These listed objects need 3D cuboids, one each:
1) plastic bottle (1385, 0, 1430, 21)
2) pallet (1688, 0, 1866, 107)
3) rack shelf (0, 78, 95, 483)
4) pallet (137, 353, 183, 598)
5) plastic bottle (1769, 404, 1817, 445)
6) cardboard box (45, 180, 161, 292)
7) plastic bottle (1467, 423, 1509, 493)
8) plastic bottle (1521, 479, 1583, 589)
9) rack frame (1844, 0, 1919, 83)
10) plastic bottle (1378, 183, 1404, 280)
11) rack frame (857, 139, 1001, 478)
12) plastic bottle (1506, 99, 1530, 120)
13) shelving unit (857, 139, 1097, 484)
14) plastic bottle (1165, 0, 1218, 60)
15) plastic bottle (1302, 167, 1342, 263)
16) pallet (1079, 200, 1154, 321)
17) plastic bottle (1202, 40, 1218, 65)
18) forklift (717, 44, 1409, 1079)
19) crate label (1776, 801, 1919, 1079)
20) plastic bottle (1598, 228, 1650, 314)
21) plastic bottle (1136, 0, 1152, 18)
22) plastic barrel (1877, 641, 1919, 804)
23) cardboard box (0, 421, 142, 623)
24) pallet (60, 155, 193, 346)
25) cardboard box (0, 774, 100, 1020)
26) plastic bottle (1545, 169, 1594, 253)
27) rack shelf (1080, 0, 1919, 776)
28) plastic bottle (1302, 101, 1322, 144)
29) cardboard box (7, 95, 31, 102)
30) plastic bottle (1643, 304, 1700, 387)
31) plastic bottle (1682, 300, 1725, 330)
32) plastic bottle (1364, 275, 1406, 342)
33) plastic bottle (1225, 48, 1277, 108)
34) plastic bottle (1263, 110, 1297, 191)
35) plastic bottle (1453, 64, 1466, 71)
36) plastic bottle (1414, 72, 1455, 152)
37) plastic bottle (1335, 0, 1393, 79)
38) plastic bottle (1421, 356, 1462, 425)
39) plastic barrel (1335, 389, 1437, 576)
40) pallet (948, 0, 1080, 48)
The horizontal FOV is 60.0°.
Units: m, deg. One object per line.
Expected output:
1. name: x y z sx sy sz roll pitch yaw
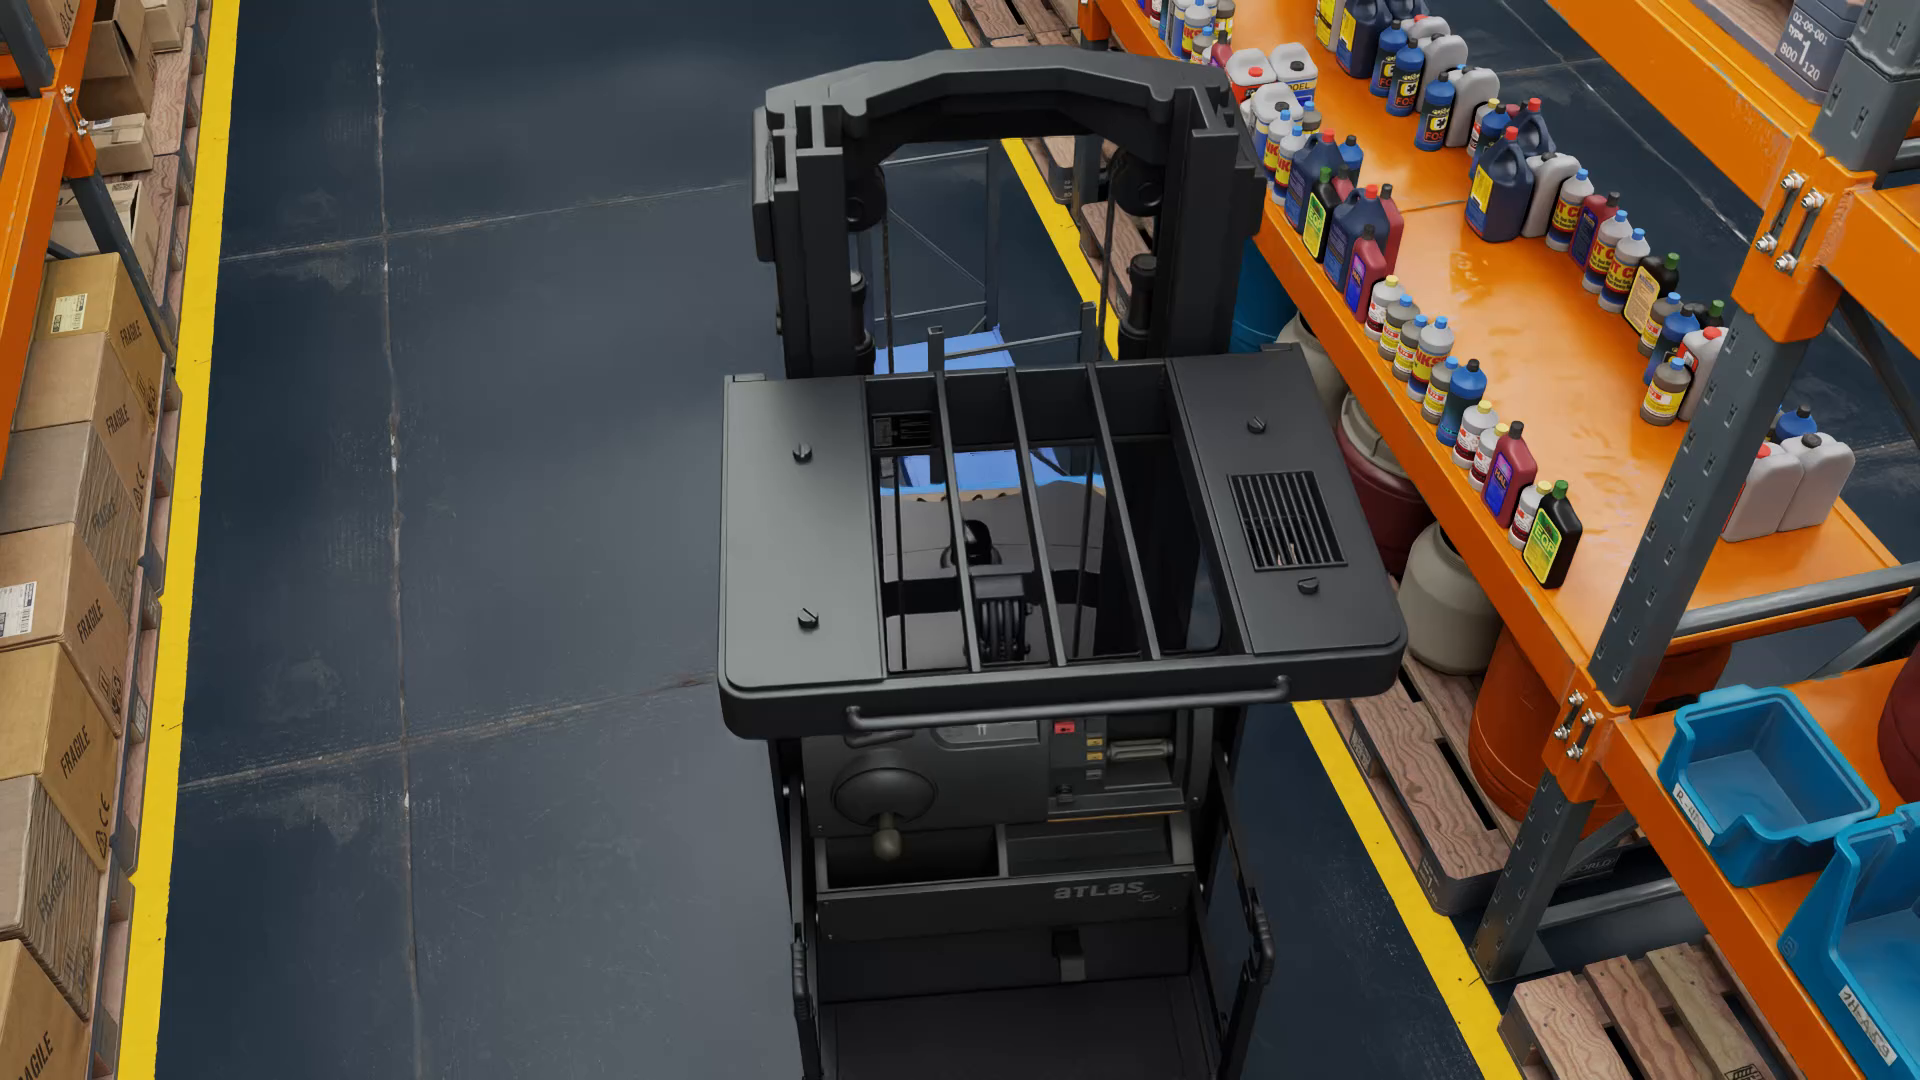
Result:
1. plastic bottle: 1.611 -1.898 6.045 0.144 0.351 0.185 -11 47 -10
2. pallet: 1.935 -1.386 3.540 1.003 0.211 1.213 -11 47 -10
3. rack shelf: -3.265 -0.082 4.734 1.077 0.370 4.000 -11 47 -10
4. pallet: -3.533 -0.184 6.283 1.003 0.211 1.213 -11 47 -10
5. plastic bottle: 2.234 -0.254 4.489 0.097 0.271 0.097 0 46 0
6. cardboard box: -3.676 -1.257 6.956 0.500 0.311 0.500 -11 47 -10
7. plastic bottle: 1.449 -0.230 4.515 0.097 0.201 0.097 0 46 0
8. plastic bottle: 1.520 -0.017 4.248 0.061 0.283 0.133 -11 47 -10
9. rack frame: 2.036 -1.956 1.866 1.000 3.000 0.127 -11 47 -10
10. plastic bottle: 1.319 -0.960 5.172 0.061 0.283 0.133 -11 47 -10
11. rack frame: -0.108 -0.817 6.001 0.500 1.500 0.032 -11 47 -10
12. plastic bottle: 1.845 -1.359 5.563 0.061 0.283 0.133 -11 47 -10
13. shelving unit: 0.022 -0.466 5.657 0.538 1.500 1.048 -11 47 -10
14. plastic bottle: 0.856 -1.933 6.131 0.152 0.276 0.135 -11 47 -10
15. plastic bottle: 1.146 -1.025 5.236 0.061 0.283 0.133 -11 47 -10
16. pallet: 1.169 -1.101 7.182 1.003 0.211 1.213 -11 47 -10
17. plastic bottle: 0.909 -1.687 5.942 0.097 0.201 0.097 0 46 0
18. forklift: 0.130 0.598 3.612 1.130 2.935 3.031 -4 46 -4
19. crate label: 2.029 0.867 3.276 0.502 0.435 0.616 -11 47 -10
20. plastic bottle: 2.023 -0.825 5.048 0.097 0.271 0.097 0 46 0
21. plastic bottle: 0.728 -2.154 6.342 0.061 0.283 0.133 -11 47 -10
22. plastic barrel: 2.448 0.361 3.701 0.600 0.536 0.708 -11 47 -10
23. cardboard box: -3.128 -0.016 5.608 0.500 0.500 0.500 -10 46 -10
24. pallet: -3.952 -1.213 7.291 1.003 0.211 1.213 -11 47 -10
25. cardboard box: -2.733 1.041 4.572 0.500 0.500 0.500 -12 47 -12
26. plastic bottle: 1.939 -1.051 5.270 0.097 0.271 0.097 0 46 0
27. rack shelf: 1.524 -0.985 5.619 1.077 0.370 4.000 -11 47 -10
28. plastic bottle: 1.174 -1.395 5.656 0.097 0.201 0.097 0 46 0
29. cardboard box: -4.389 -1.787 7.476 0.500 0.311 0.500 -11 47 -10
30. plastic bottle: 2.057 -0.562 4.791 0.097 0.271 0.097 0 46 0
31. plastic bottle: 2.129 -0.593 4.813 0.061 0.283 0.133 -11 47 -10
32. plastic bottle: 1.275 -0.701 4.976 0.097 0.201 0.097 0 46 0
33. plastic bottle: 0.999 -1.546 5.752 0.152 0.276 0.135 -11 47 -10
34. plastic bottle: 1.062 -1.299 5.513 0.097 0.271 0.097 0 46 0
35. plastic bottle: 1.739 -1.567 5.824 0.097 0.201 0.097 0 46 0
36. plastic bottle: 1.626 -1.471 5.681 0.097 0.271 0.097 0 46 0
37. plastic bottle: 1.472 -1.872 6.019 0.144 0.351 0.185 -11 47 -10
38. plastic bottle: 1.374 -0.432 4.712 0.097 0.201 0.097 0 46 0
39. plastic barrel: 1.605 -0.273 5.812 0.600 0.588 0.708 -11 47 -10
40. pallet: 0.470 -2.986 9.029 1.003 0.211 1.213 -11 47 -10
